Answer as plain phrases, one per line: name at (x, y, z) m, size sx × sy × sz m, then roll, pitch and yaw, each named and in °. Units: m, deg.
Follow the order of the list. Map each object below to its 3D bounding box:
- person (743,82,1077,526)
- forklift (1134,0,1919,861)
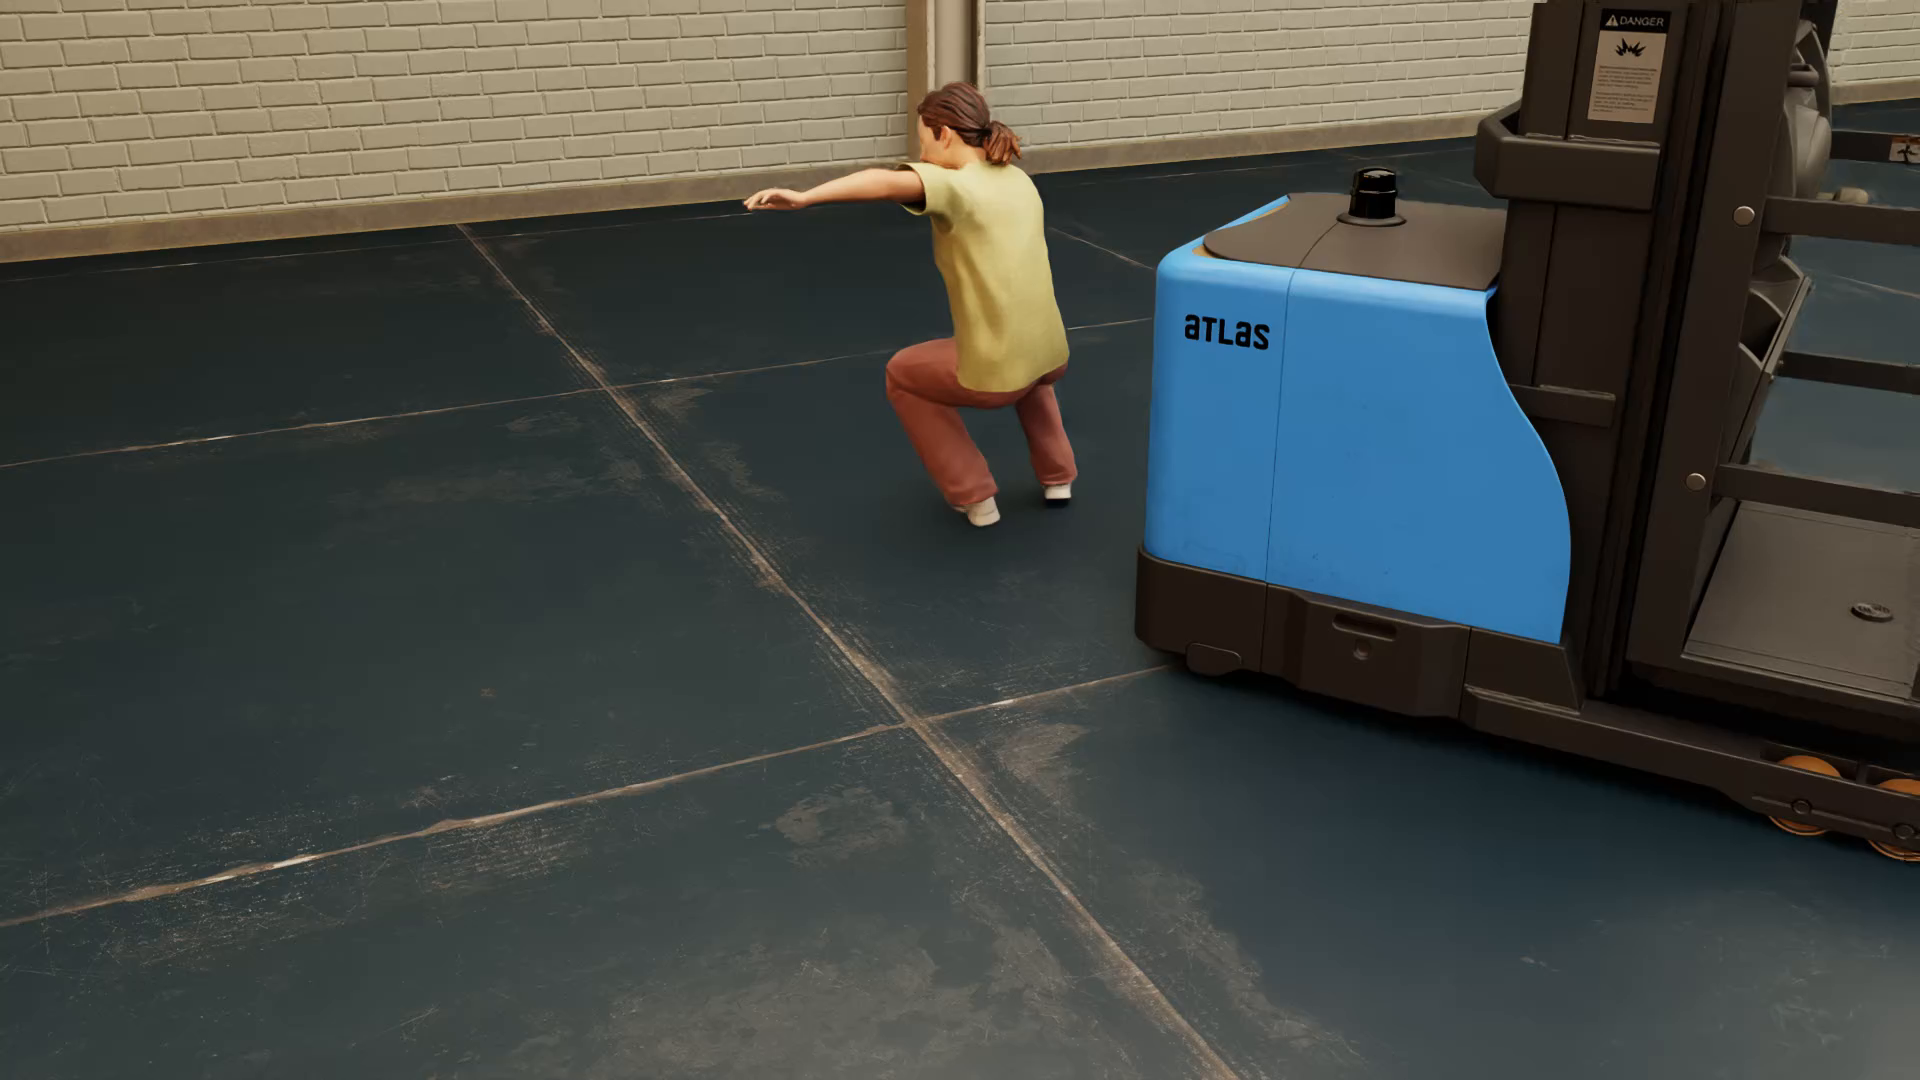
person at (-0.055, -0.596, 4.775) m, size 0.681 × 1.383 × 1.454 m, roll 20°, pitch 30°, yaw 40°
forklift at (1.991, -0.914, 3.487) m, size 3.031 × 2.935 × 1.130 m, roll 12°, pitch 26°, yaw 27°
